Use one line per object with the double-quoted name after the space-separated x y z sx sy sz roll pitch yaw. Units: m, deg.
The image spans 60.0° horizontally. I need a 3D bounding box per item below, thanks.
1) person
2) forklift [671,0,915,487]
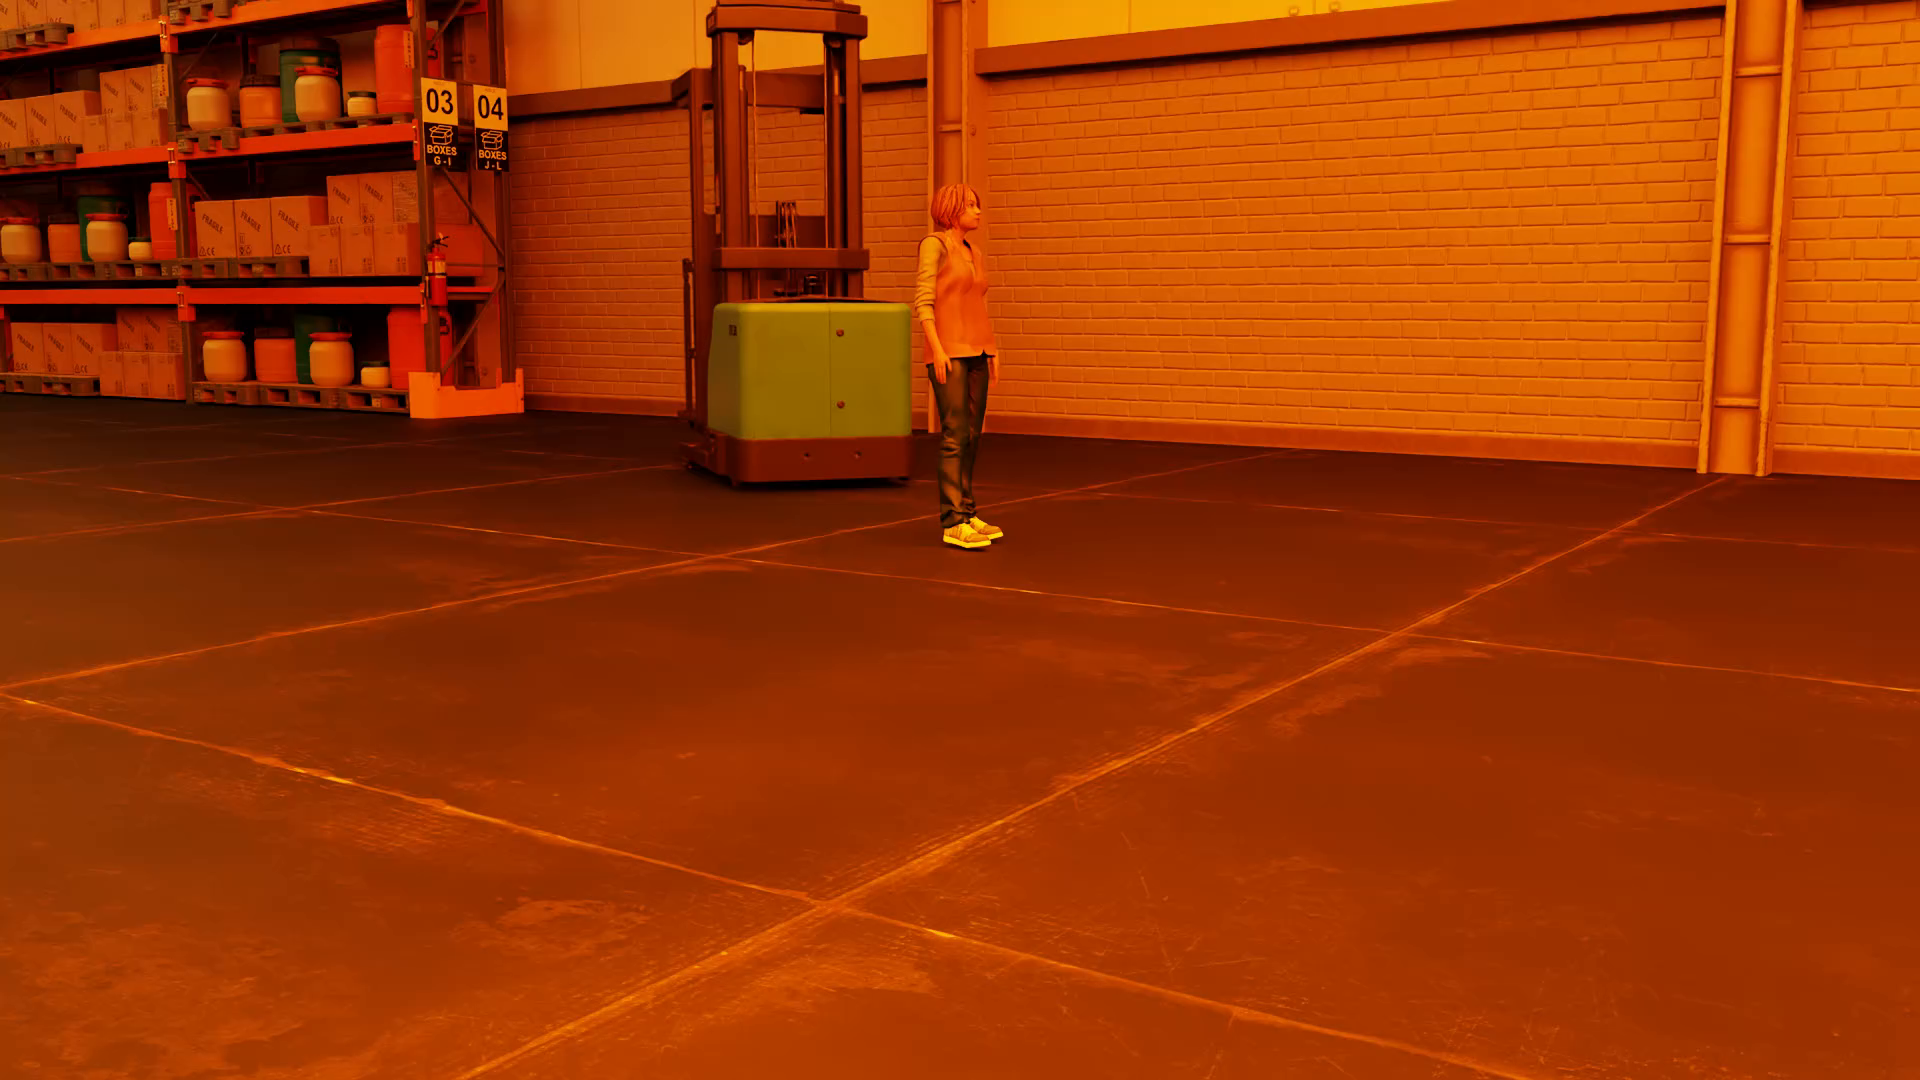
0.053 -0.791 7.437 0.475 1.598 0.519 5 10 34 "person"
-1.232 -1.927 10.743 1.130 2.935 3.031 -3 9 -19 "forklift"
